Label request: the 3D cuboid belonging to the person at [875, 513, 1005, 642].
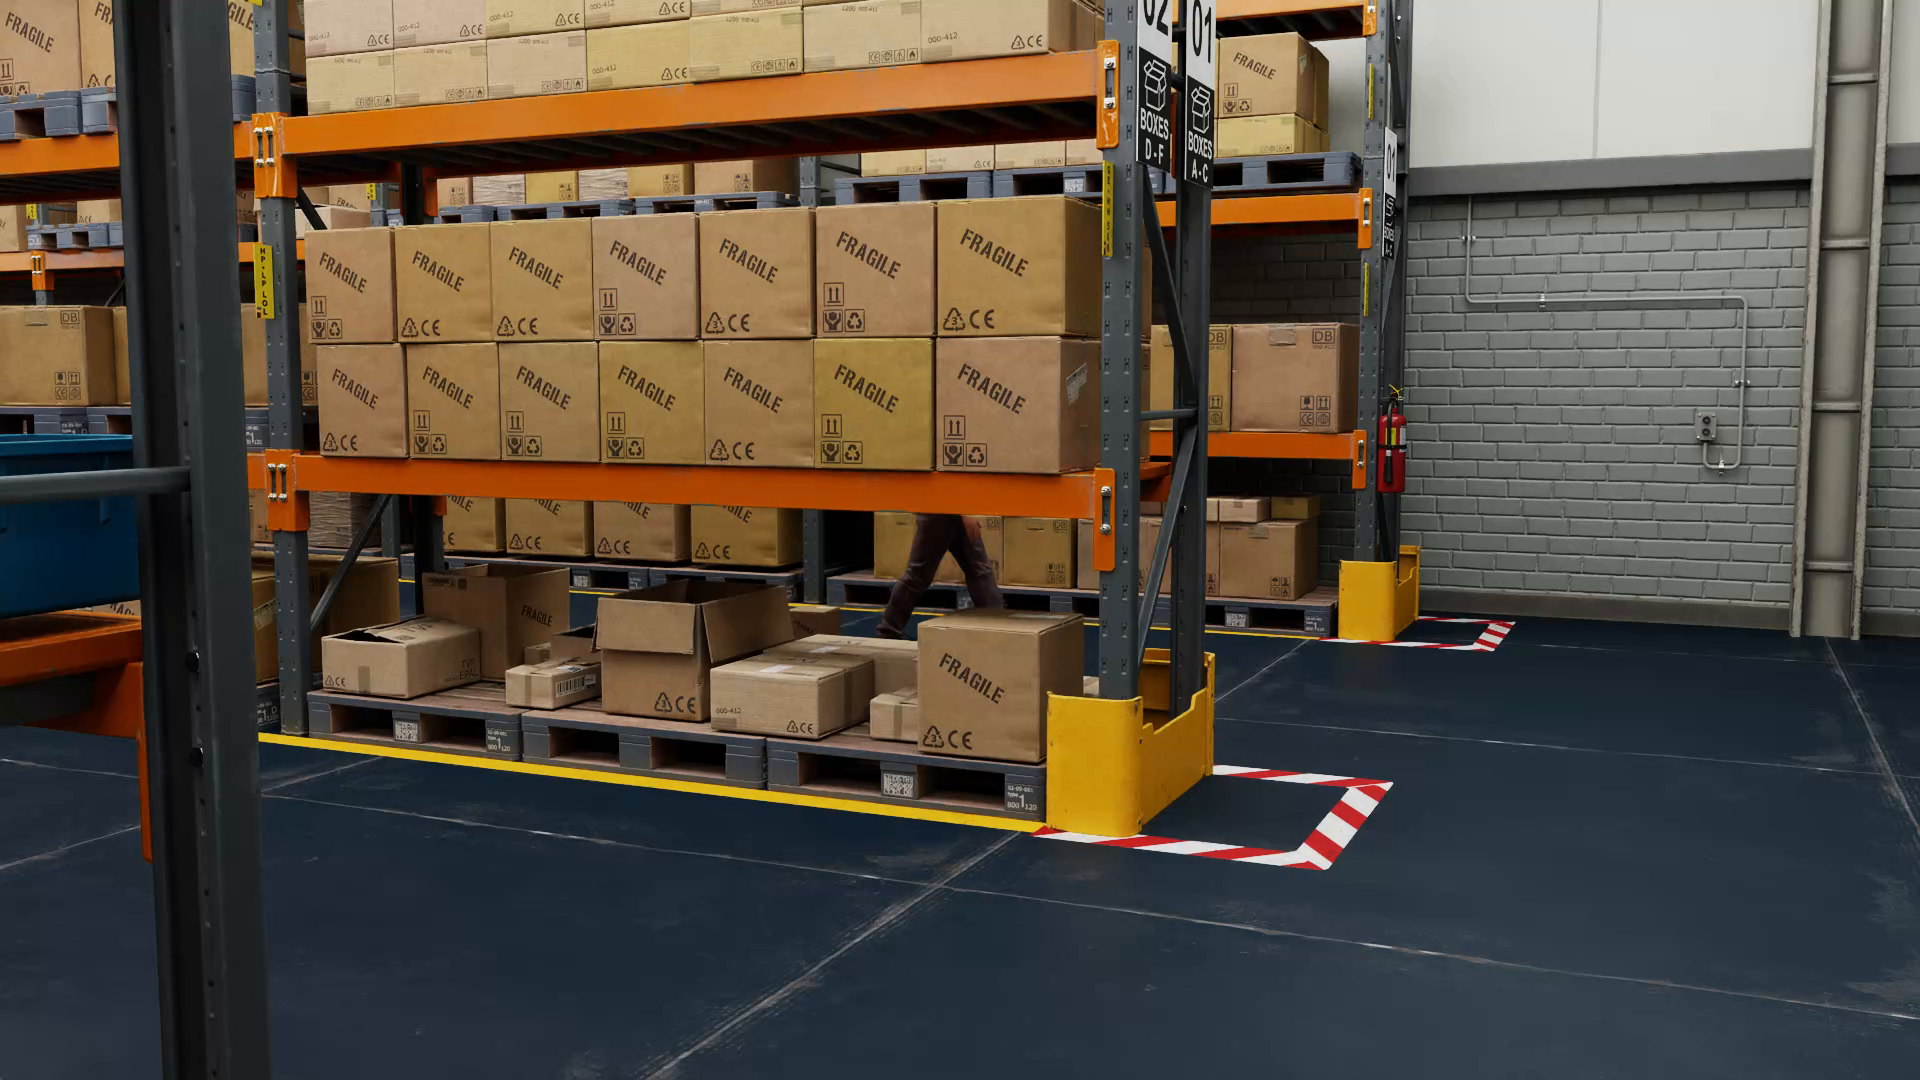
[{"bbox_3d":[-0.013,-0.169,9.823,0.996,1.655,0.563,1,6,7],"label":"person"}]
